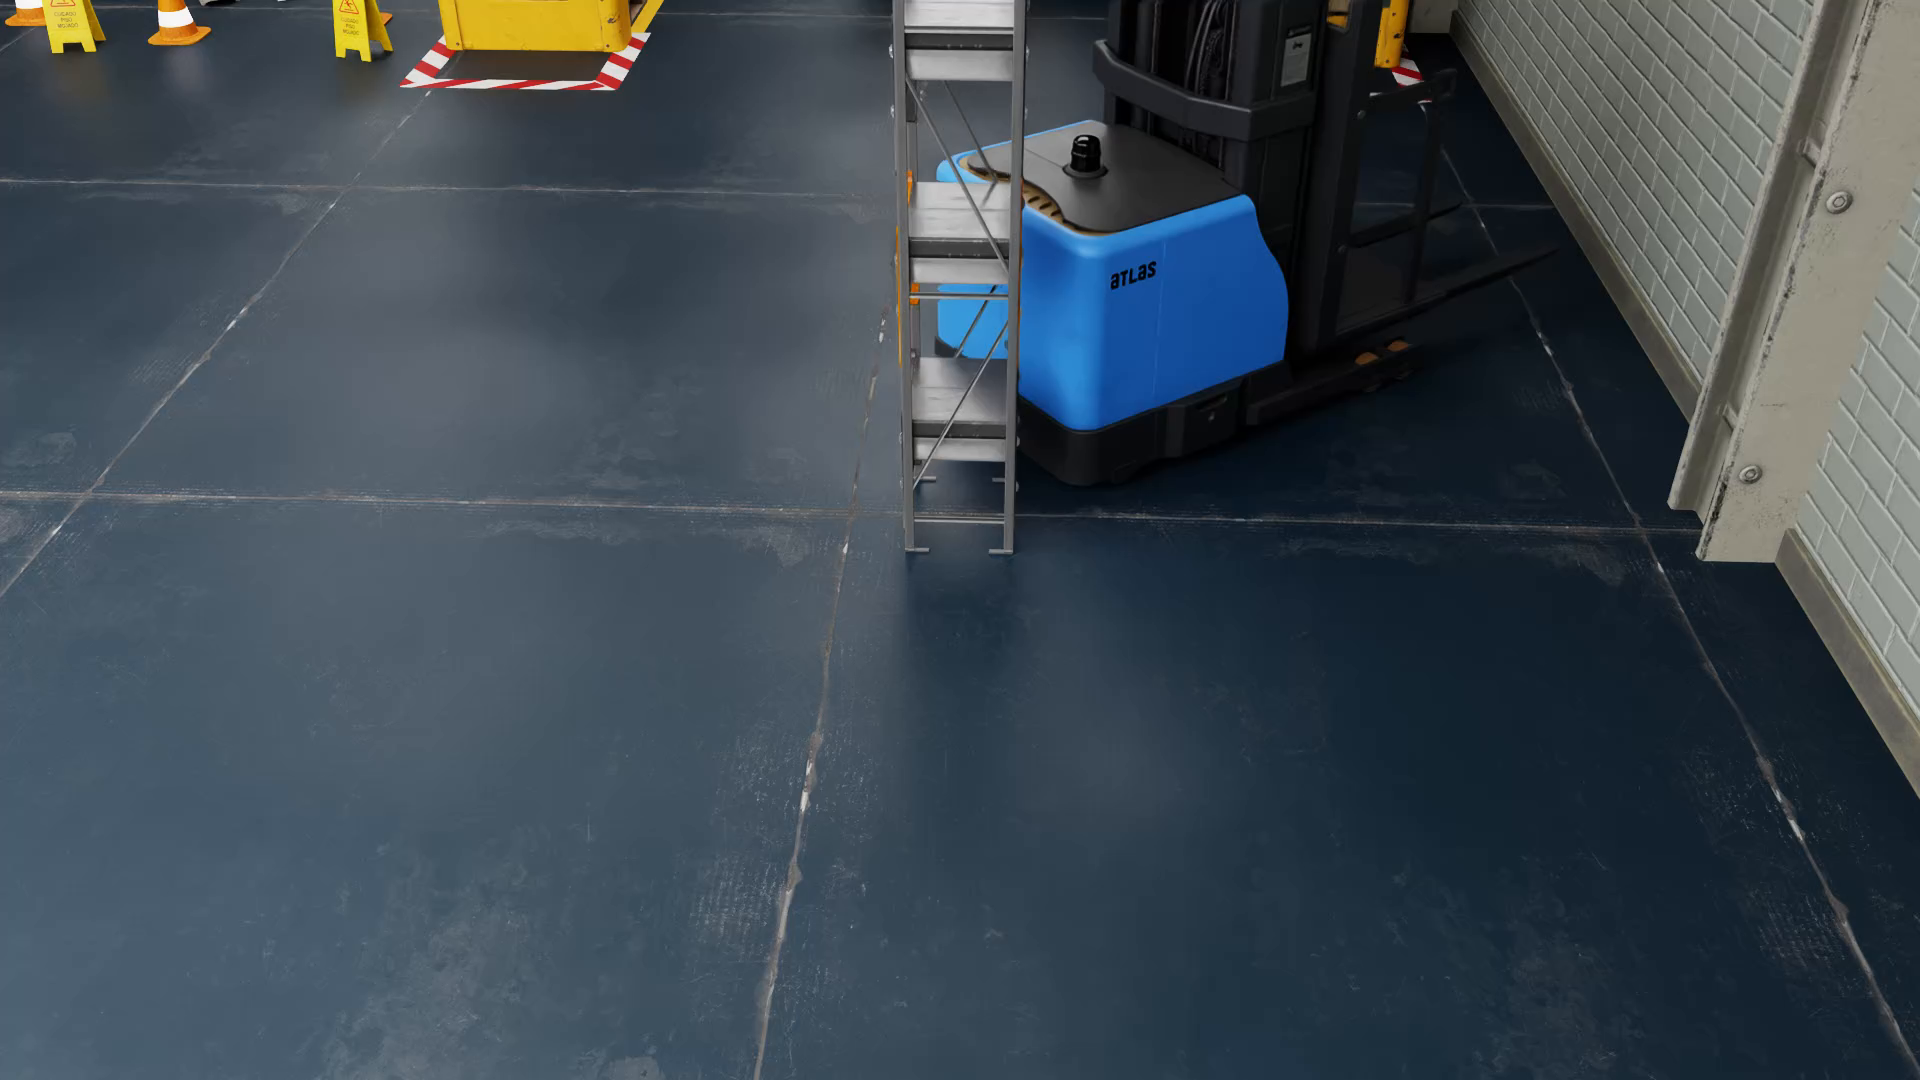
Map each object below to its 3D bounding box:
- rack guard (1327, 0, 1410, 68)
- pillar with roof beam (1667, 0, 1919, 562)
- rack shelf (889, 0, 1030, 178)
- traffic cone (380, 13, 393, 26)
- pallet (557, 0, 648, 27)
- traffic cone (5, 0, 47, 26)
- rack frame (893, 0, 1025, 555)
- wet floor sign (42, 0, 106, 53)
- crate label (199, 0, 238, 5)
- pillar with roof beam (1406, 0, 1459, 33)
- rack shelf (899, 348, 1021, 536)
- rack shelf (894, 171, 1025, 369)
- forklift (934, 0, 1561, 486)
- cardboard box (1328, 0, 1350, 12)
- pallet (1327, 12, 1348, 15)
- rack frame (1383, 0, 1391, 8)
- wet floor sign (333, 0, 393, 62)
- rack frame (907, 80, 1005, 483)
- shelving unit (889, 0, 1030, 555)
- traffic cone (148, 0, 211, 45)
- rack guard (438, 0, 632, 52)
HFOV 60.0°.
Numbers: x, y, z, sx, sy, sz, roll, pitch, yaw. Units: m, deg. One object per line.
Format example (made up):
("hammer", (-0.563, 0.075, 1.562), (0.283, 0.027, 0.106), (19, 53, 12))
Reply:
("rack guard", (2.206, -3.293, 10.501), (1.175, 0.500, 0.348), (1, 35, 2))
("pillar with roof beam", (-1.407, -3.816, 3.853), (9.100, 9.000, 0.400), (1, 35, 2))
("rack shelf", (0.007, -1.516, 5.387), (0.431, 0.518, 0.480), (1, 35, 2))
("traffic cone", (-4.025, -3.681, 11.086), (0.336, 0.463, 0.334), (1, 35, 2))
("pallet", (-2.682, -3.811, 11.489), (1.003, 0.211, 1.213), (1, 35, 2))
("traffic cone", (-6.263, -3.733, 11.159), (0.336, 0.463, 0.334), (1, 35, 2))
("rack frame", (-0.003, -0.814, 5.582), (0.400, 2.100, 0.015), (1, 35, 2))
("wet floor sign", (-5.726, -3.473, 10.630), (0.267, 0.644, 0.232), (-4, 35, -6))
("crate label", (-5.178, -3.831, 11.582), (0.250, 0.136, 0.298), (-17, 38, -22))
("pillar with roof beam", (-1.166, -7.263, 8.758), (9.100, 9.000, 0.400), (1, 35, 2))
("rack shelf", (0.007, -0.370, 6.192), (0.431, 0.518, 0.480), (1, 35, 2))
("rack shelf", (0.007, -0.943, 5.789), (0.431, 0.518, 0.480), (1, 35, 2))
("forklift", (1.397, -2.065, 6.640), (3.031, 2.935, 1.130), (-22, 40, -28))
("cardboard box", (2.422, -3.654, 10.867), (0.500, 0.250, 0.500), (1, 35, 2))
("pallet", (2.196, -3.629, 11.230), (1.003, 0.211, 1.213), (1, 35, 2))
("rack frame", (2.207, -4.330, 9.802), (1.000, 3.000, 0.127), (1, 35, 2))
("wet floor sign", (-3.830, -3.395, 10.519), (0.267, 0.644, 0.232), (13, 37, 18))
("rack frame", (0.016, -1.094, 5.981), (0.400, 2.100, 0.015), (1, 35, 2))
("shelving unit", (0.007, -0.954, 5.782), (0.431, 2.100, 0.503), (1, 35, 2))
("traffic cone", (-5.147, -3.512, 10.844), (0.336, 0.463, 0.334), (1, 35, 2))
("rack guard", (-2.750, -3.463, 10.743), (1.175, 0.500, 0.348), (1, 35, 2))
